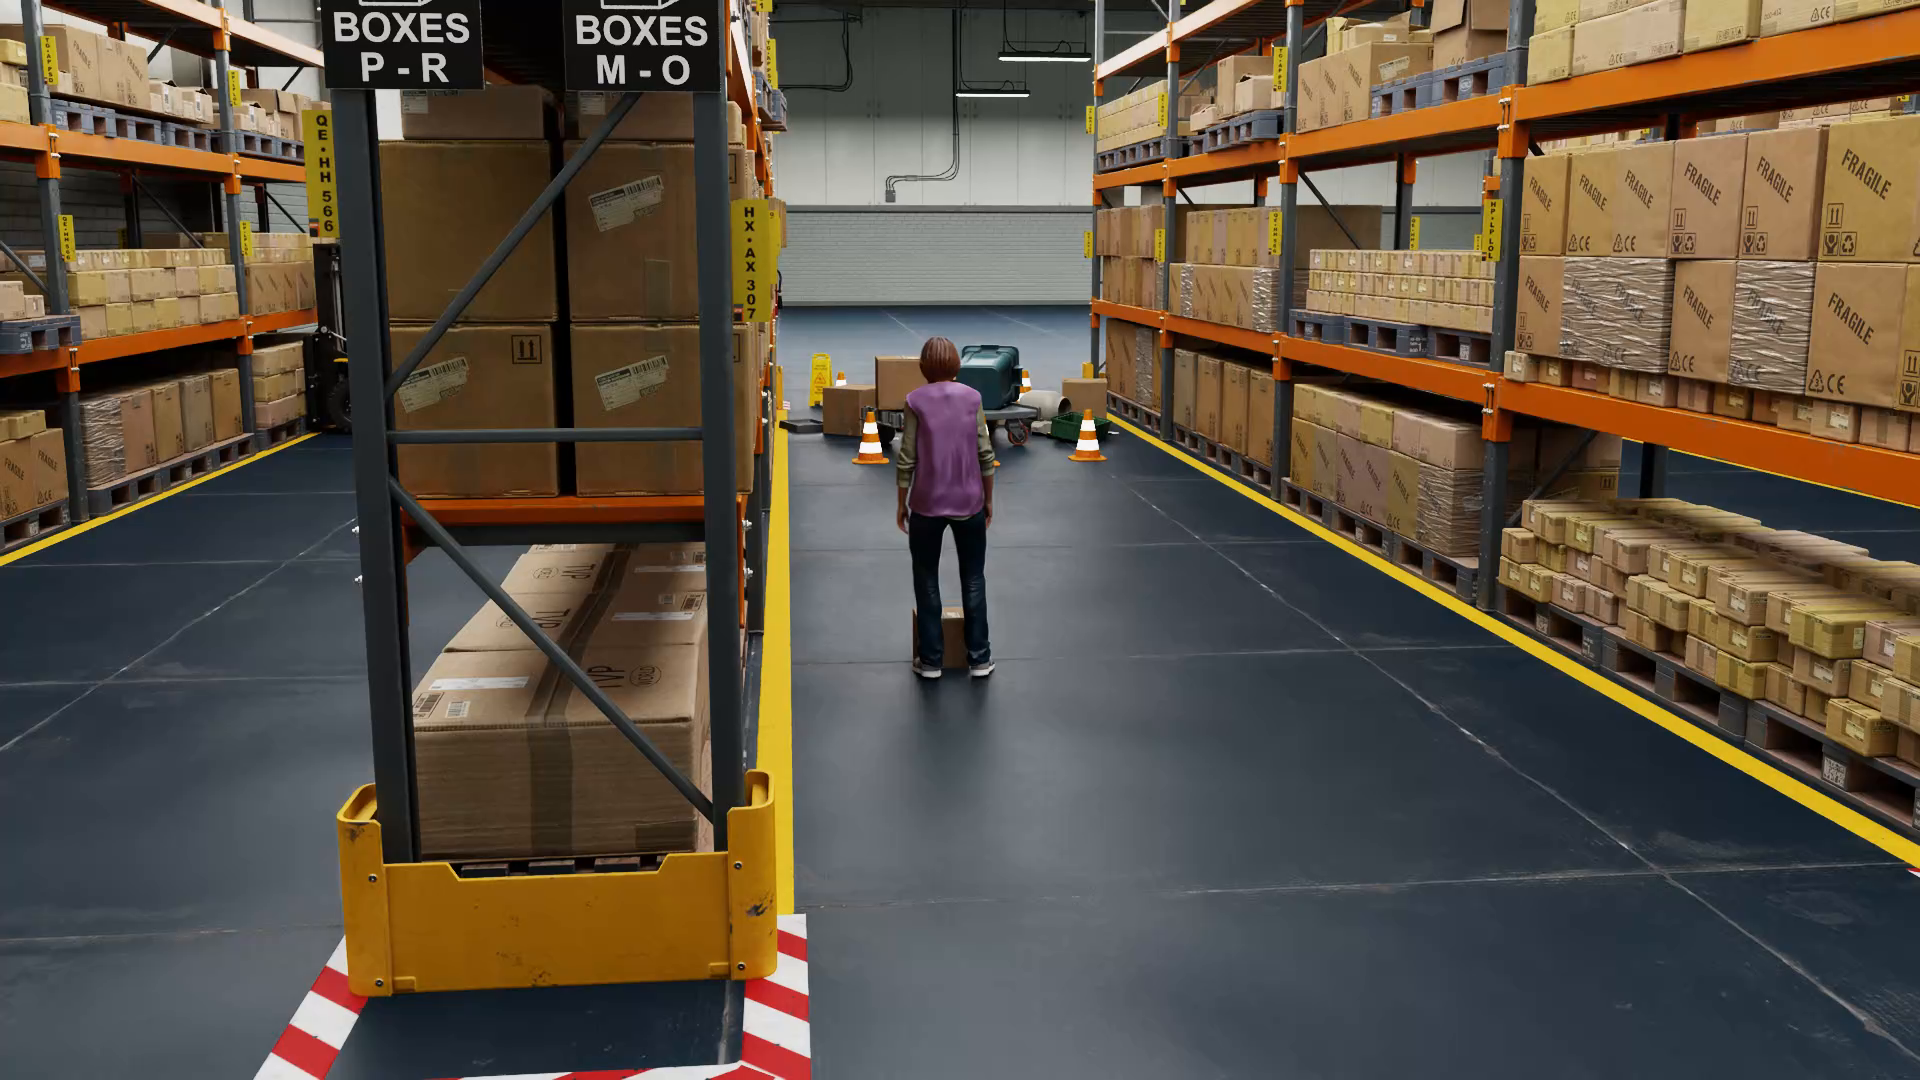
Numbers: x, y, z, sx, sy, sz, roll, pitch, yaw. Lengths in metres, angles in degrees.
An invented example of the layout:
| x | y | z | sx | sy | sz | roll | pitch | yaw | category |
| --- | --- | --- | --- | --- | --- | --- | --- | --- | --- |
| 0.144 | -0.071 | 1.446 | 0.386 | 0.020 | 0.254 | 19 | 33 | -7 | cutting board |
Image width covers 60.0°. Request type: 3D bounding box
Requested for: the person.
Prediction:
| x | y | z | sx | sy | sz | roll | pitch | yaw | category |
| --- | --- | --- | --- | --- | --- | --- | --- | --- | --- |
| -0.061 | -0.143 | 7.735 | 0.483 | 1.592 | 0.349 | -2 | 10 | -10 | person |
